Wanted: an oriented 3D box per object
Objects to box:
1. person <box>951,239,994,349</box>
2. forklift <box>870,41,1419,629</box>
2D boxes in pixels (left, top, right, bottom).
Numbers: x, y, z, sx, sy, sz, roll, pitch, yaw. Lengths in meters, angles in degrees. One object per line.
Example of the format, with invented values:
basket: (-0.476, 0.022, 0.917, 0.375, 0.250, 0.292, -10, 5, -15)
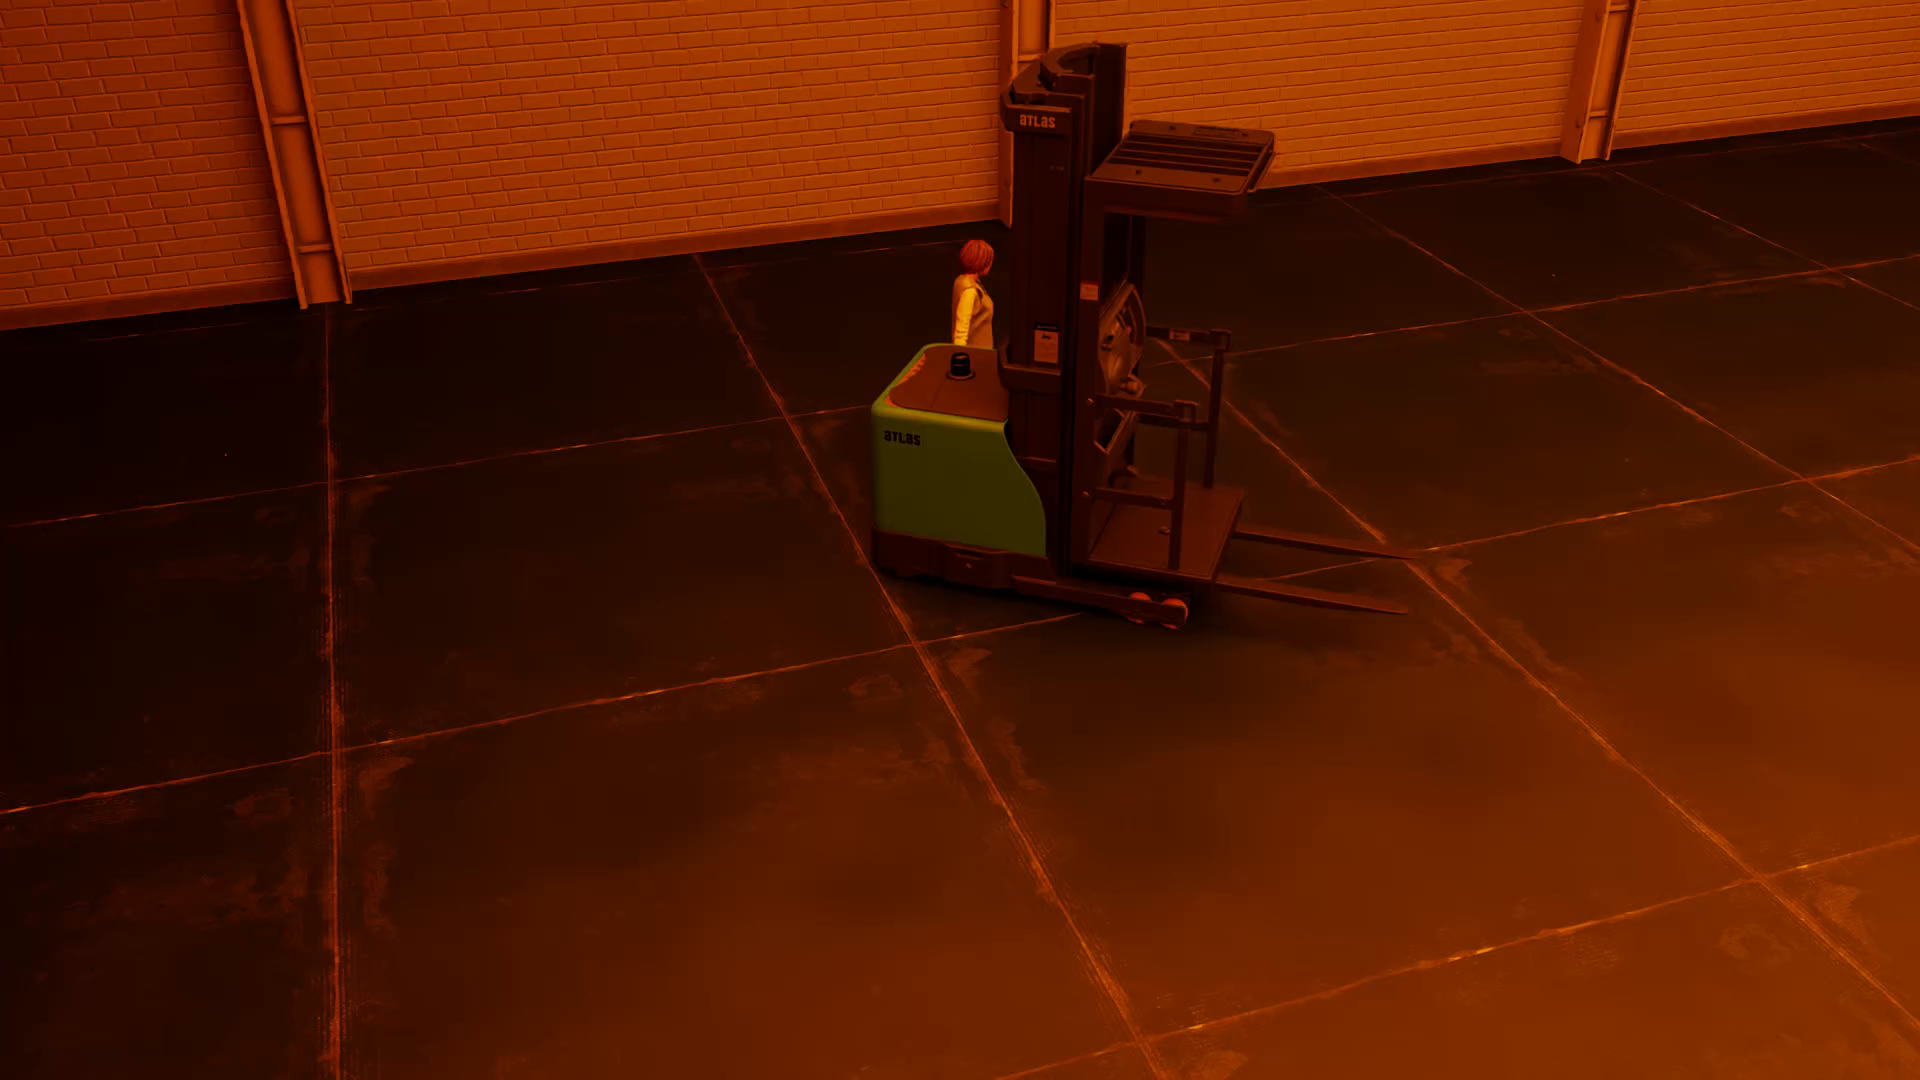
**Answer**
person: (-0.003, -1.110, 10.458, 0.445, 1.546, 0.745, 1, 30, 1)
forklift: (1.063, -1.078, 8.961, 3.031, 2.935, 1.130, 9, 31, 16)
